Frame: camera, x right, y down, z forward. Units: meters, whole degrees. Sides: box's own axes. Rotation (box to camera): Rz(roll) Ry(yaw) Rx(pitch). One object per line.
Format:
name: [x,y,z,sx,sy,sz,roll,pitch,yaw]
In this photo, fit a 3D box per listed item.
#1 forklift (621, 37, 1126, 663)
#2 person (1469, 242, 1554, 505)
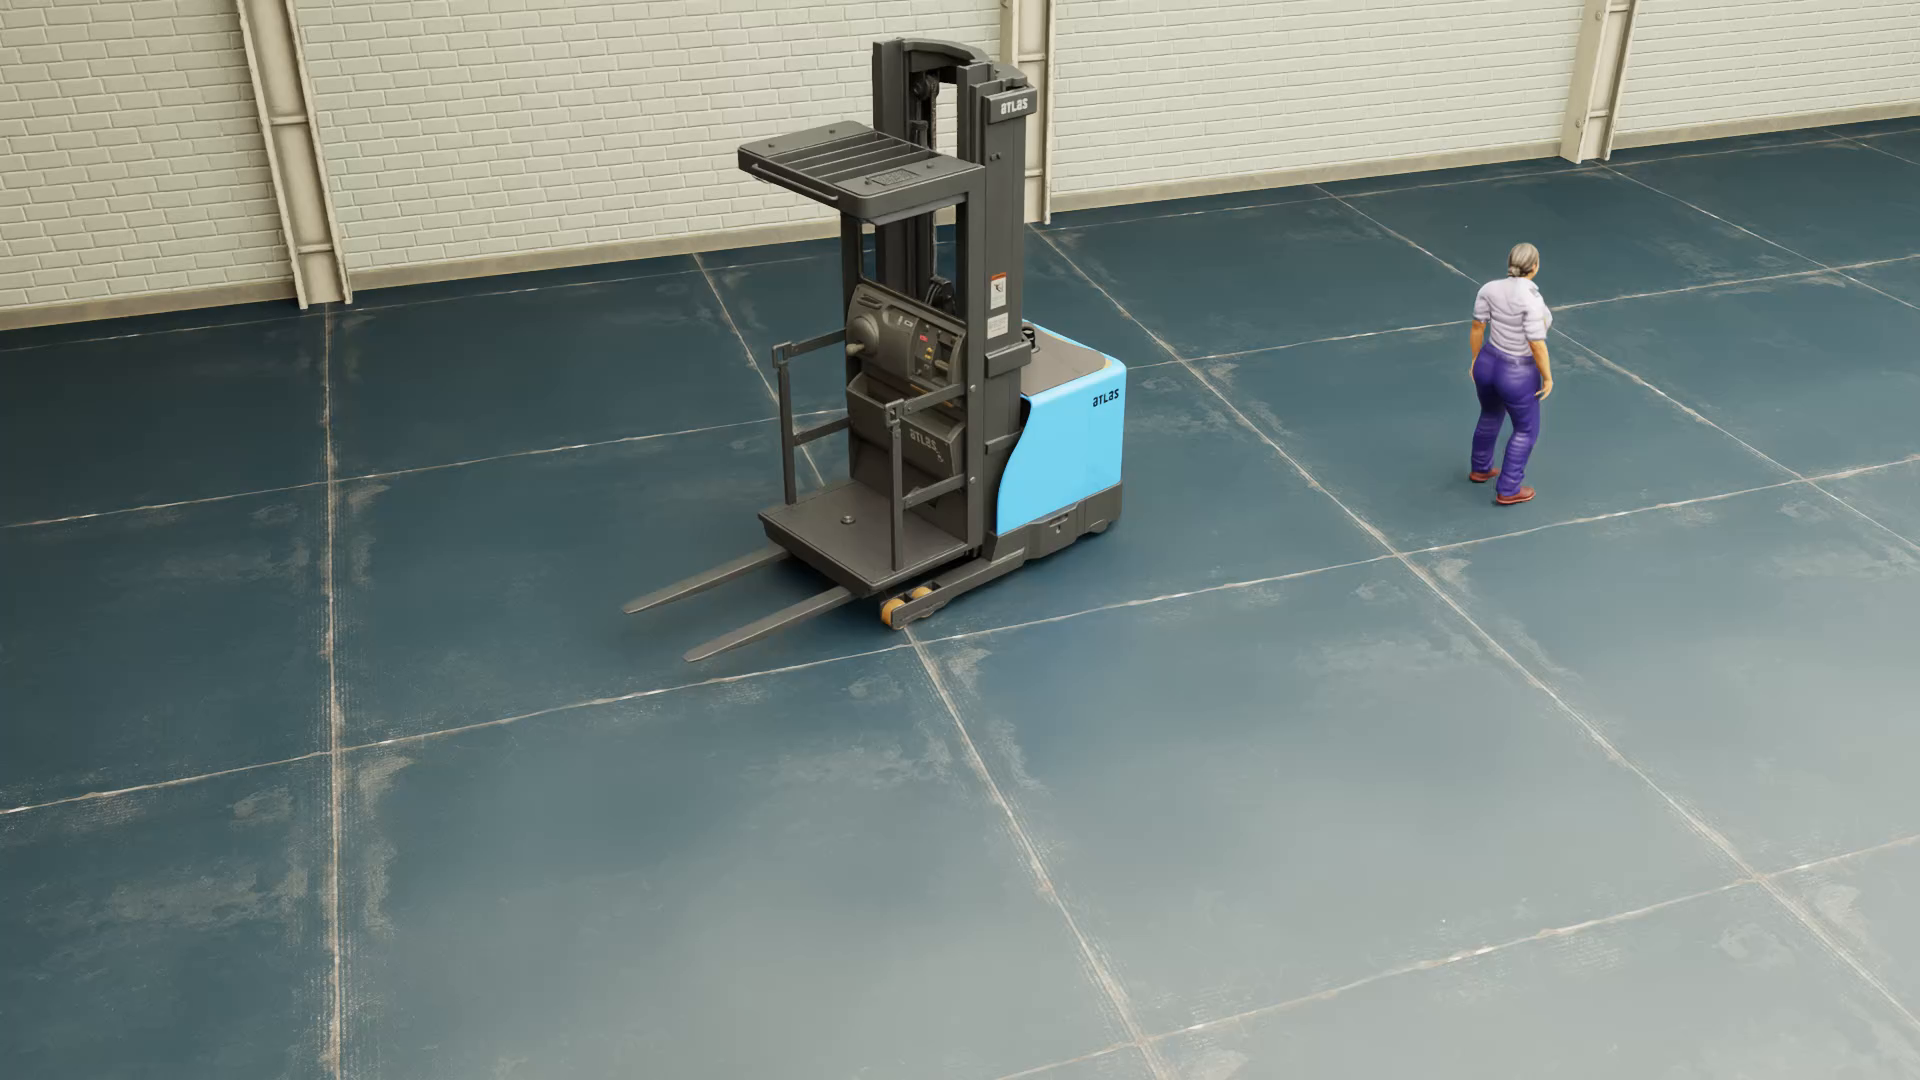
forklift: [-0.461,-1.072,8.951,3.031,2.935,1.130,-23,37,-34]
person: [3.402,-1.027,10.191,0.458,1.676,0.555,-17,34,-27]
